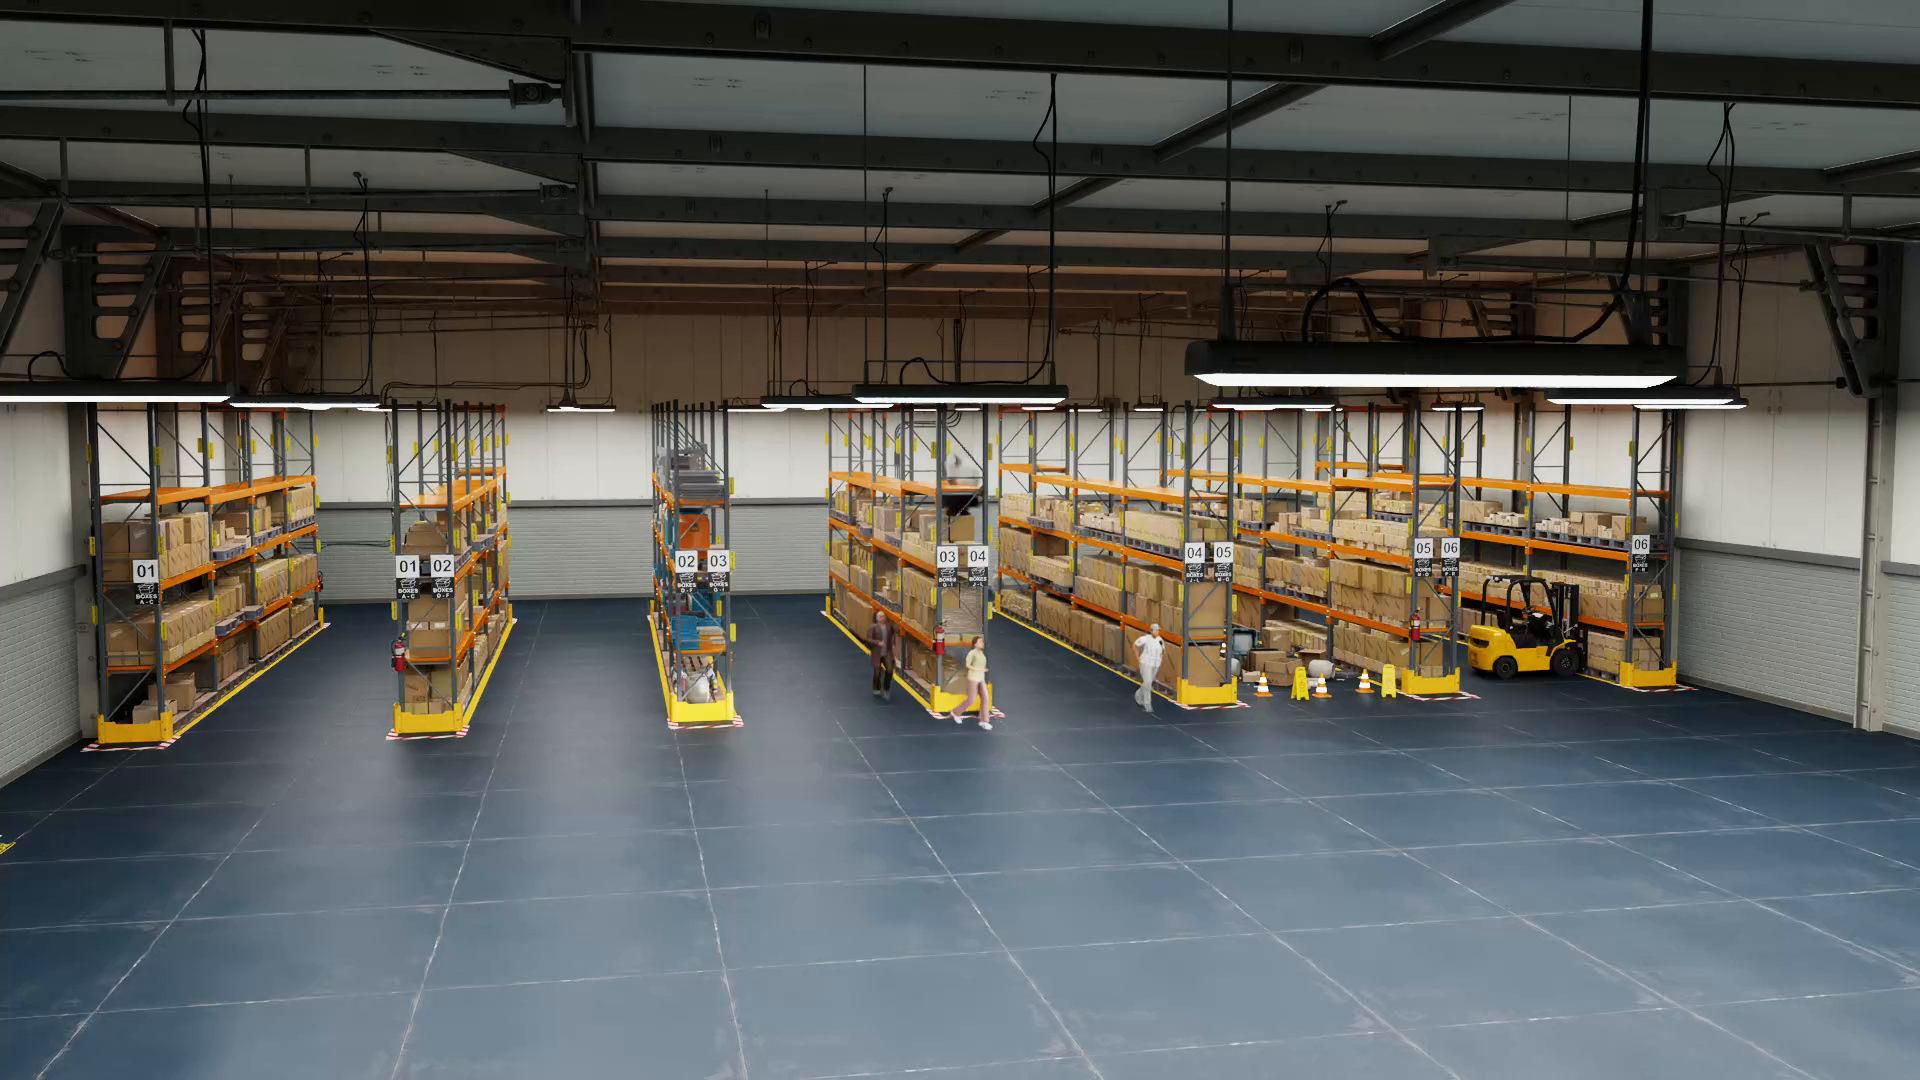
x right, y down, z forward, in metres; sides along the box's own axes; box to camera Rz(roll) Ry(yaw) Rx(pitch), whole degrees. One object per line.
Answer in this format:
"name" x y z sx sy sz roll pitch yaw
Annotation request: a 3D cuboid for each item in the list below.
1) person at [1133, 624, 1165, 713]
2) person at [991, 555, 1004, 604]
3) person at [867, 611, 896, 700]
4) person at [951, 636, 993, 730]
"person" 3.716 2.463 32.435 0.629 1.682 0.882 -2 5 -28
"person" 1.151 1.146 50.008 0.552 1.601 0.677 1 4 15
"person" -1.570 2.322 33.462 0.668 1.807 0.877 -1 4 -17
"person" 0.260 2.595 30.487 0.874 1.689 0.596 3 5 33
